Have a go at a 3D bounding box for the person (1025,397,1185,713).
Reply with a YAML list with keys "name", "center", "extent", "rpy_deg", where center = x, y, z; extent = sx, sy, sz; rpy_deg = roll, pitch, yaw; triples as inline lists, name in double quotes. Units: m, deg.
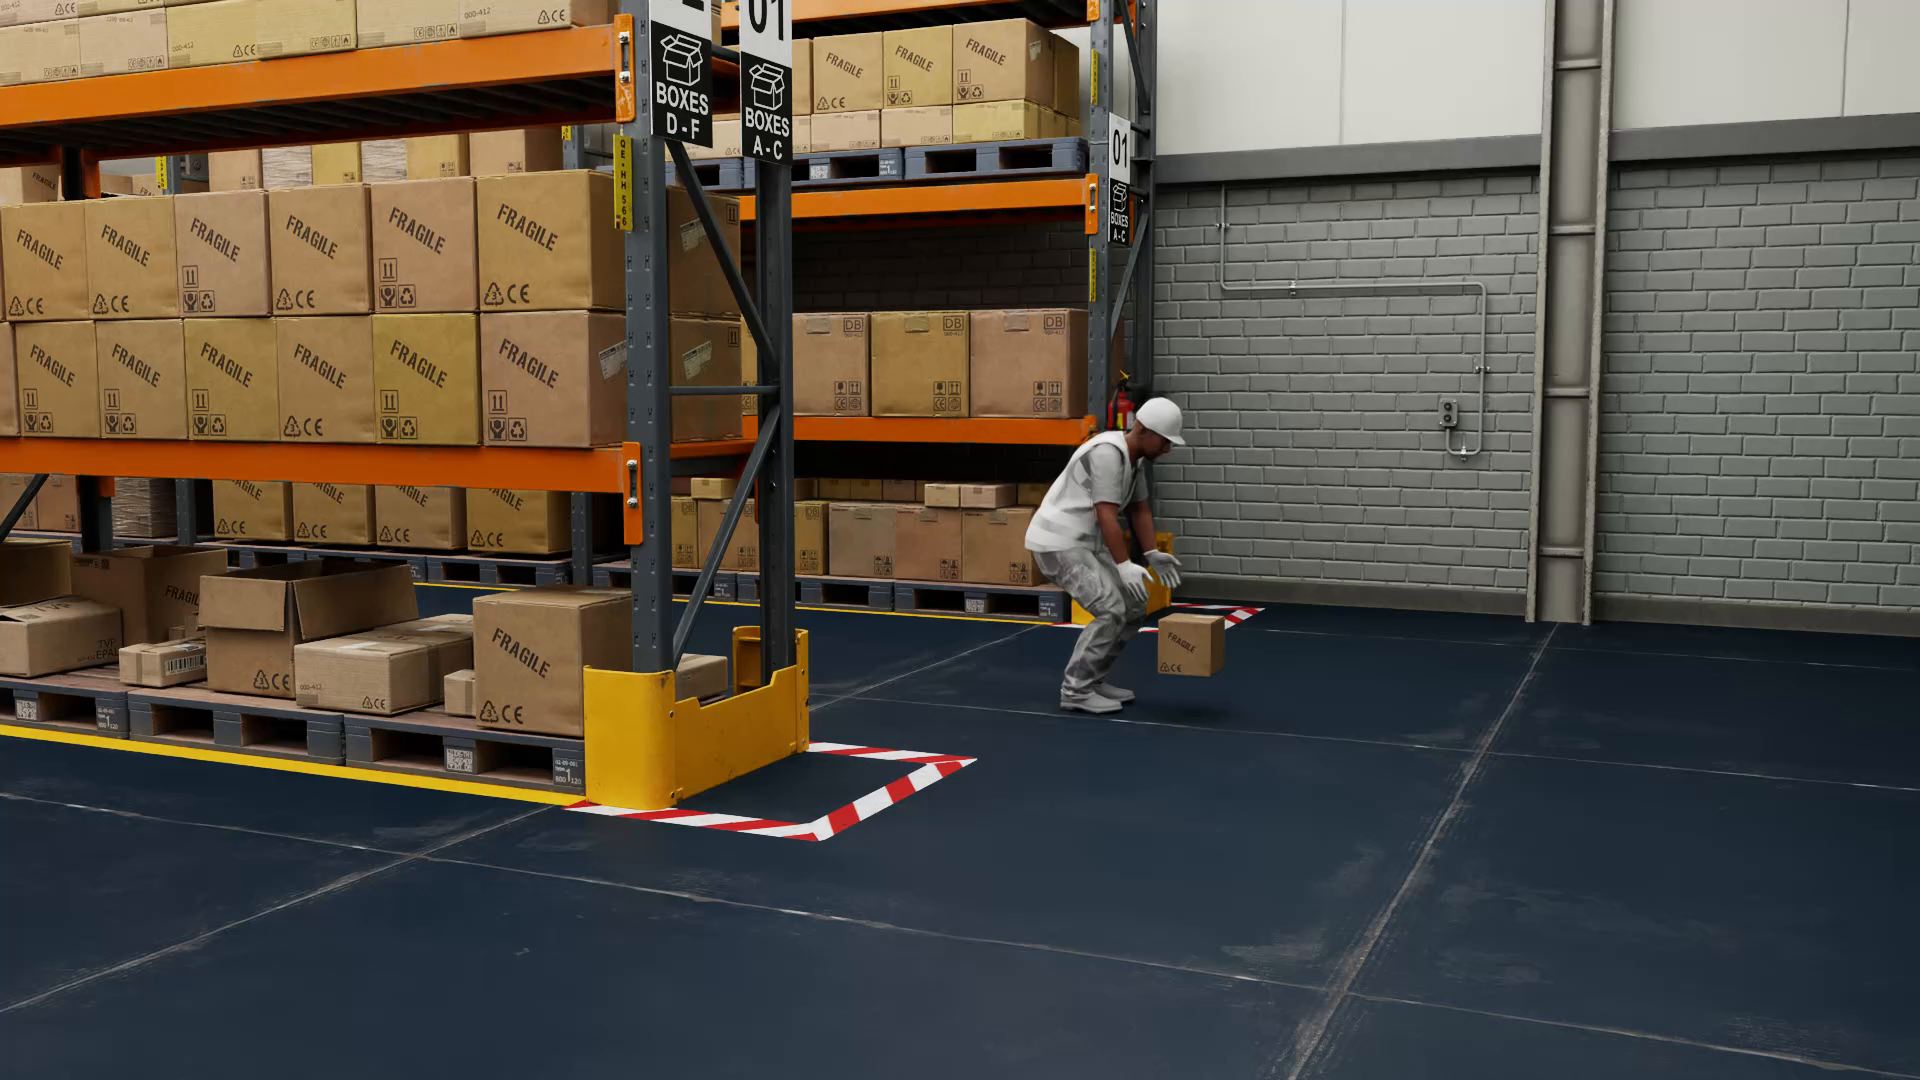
- name: "person"
  center: [0.698, 0.059, 7.901]
  extent: [0.737, 1.470, 0.609]
  rpy_deg: [2, 6, 24]
